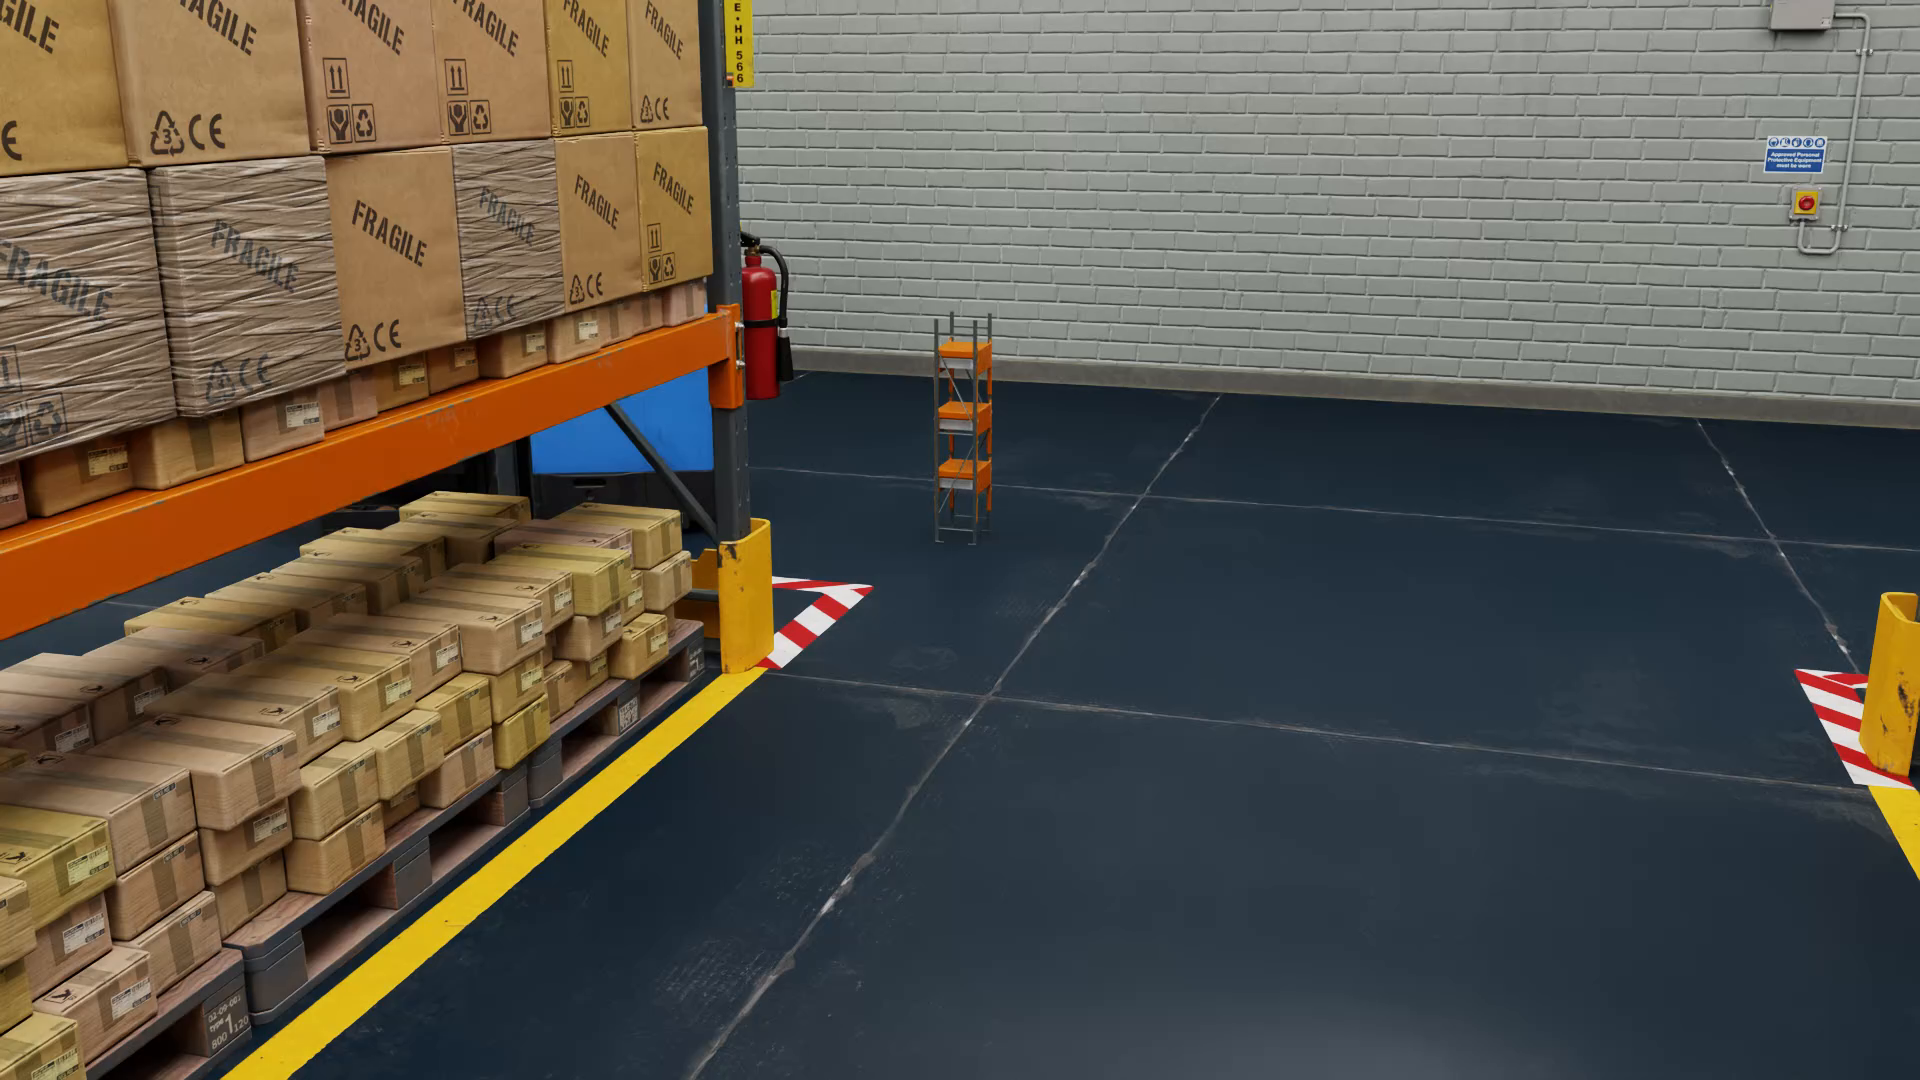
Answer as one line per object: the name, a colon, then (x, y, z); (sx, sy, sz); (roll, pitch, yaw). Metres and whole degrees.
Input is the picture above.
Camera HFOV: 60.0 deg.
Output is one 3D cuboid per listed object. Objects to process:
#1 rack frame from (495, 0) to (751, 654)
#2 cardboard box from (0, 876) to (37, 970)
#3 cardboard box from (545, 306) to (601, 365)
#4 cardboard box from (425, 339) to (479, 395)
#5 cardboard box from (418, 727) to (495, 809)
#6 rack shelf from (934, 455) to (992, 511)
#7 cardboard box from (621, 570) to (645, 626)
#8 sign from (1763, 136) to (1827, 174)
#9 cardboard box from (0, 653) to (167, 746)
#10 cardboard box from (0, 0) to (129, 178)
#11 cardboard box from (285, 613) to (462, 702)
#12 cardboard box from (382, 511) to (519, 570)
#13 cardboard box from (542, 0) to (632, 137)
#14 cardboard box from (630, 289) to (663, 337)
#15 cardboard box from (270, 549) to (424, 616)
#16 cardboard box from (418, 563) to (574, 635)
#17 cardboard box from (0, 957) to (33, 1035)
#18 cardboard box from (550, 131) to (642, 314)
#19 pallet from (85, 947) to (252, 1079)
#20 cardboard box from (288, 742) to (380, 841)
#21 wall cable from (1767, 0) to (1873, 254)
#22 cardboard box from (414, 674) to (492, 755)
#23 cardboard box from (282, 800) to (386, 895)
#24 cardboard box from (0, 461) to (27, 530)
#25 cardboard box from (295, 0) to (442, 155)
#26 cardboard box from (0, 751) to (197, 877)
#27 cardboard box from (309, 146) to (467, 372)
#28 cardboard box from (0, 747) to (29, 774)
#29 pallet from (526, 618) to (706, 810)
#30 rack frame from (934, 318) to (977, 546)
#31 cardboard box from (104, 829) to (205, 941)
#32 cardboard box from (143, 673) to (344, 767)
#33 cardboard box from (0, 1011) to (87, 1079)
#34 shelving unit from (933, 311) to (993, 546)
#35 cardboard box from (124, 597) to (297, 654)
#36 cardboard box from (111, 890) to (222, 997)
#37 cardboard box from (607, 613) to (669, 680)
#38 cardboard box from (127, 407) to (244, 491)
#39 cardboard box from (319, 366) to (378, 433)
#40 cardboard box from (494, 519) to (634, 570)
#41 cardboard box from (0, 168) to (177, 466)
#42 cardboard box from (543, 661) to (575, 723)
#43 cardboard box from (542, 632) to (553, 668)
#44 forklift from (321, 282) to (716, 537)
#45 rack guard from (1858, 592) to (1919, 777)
rack frame: (-1.282, -1.058, 6.062); (1.000, 3.000, 0.127); (5, 16, 16)
cardboard box: (-1.987, 0.730, 3.122); (0.380, 0.149, 0.250); (5, 17, 19)
cardboard box: (-1.318, -0.632, 5.022); (0.380, 0.149, 0.250); (5, 17, 17)
cardboard box: (-1.555, -0.500, 4.554); (0.380, 0.149, 0.250); (4, 16, 14)
cardboard box: (-1.533, 0.610, 4.636); (0.380, 0.149, 0.250); (5, 17, 17)
rack shelf: (0.015, -0.242, 7.814); (0.215, 0.259, 0.240); (5, 16, 16)
cardboard box: (-1.285, 0.193, 5.562); (0.380, 0.149, 0.250); (4, 16, 15)
sign: (5.043, -2.327, 10.042); (0.327, 0.218, 0.001); (5, 16, 16)
cardboard box: (-2.267, 0.412, 4.245); (0.380, 0.149, 0.250); (4, 16, 14)
cardboard box: (-1.925, -0.920, 3.014); (0.500, 0.500, 0.500); (4, 16, 14)
cardboard box: (-1.607, 0.320, 4.568); (0.380, 0.149, 0.250); (4, 16, 14)
cardboard box: (-1.720, 0.018, 5.635); (0.380, 0.149, 0.250); (5, 17, 17)
cardboard box: (-1.318, -1.459, 4.914); (0.500, 0.500, 0.500); (4, 16, 14)
cardboard box: (-1.211, -0.768, 5.499); (0.380, 0.149, 0.250); (5, 16, 16)
cardboard box: (-1.906, 0.145, 5.186); (0.380, 0.149, 0.250); (4, 16, 13)
cardboard box: (-1.402, 0.185, 5.044); (0.380, 0.149, 0.250); (4, 16, 14)
cardboard box: (-2.023, 0.872, 3.168); (0.380, 0.149, 0.250); (5, 17, 16)
cardboard box: (-1.315, -0.977, 5.049); (0.500, 0.500, 0.500); (4, 16, 15)
pallet: (-2.262, 1.152, 3.382); (1.003, 0.211, 1.213); (5, 16, 16)
cardboard box: (-1.676, 0.604, 4.114); (0.380, 0.149, 0.250); (4, 16, 15)
wall cable: (5.072, -2.681, 9.866); (0.585, 1.953, 0.123); (5, 16, 16)
cardboard box: (-1.530, 0.467, 4.596); (0.380, 0.149, 0.250); (5, 17, 19)
cardboard box: (-1.678, 0.745, 4.160); (0.380, 0.149, 0.250); (4, 16, 14)
cardboard box: (-1.997, -0.086, 3.097); (0.380, 0.149, 0.250); (4, 16, 13)
cardboard box: (-1.604, -1.183, 3.943); (0.500, 0.500, 0.500); (4, 16, 14)
cardboard box: (-1.911, 0.590, 3.615); (0.380, 0.149, 0.250); (4, 16, 14)
cardboard box: (-1.601, -0.714, 4.122); (0.500, 0.500, 0.500); (5, 17, 19)
cardboard box: (-2.321, 0.561, 3.718); (0.380, 0.149, 0.250); (5, 17, 18)
pallet: (-1.569, 0.513, 5.633); (1.003, 0.211, 1.213); (5, 16, 16)
rack frame: (-0.019, -0.487, 7.623); (0.200, 1.050, 0.008); (5, 16, 16)
cardboard box: (-1.909, 0.735, 3.651); (0.380, 0.149, 0.250); (4, 16, 13)
cardboard box: (-1.762, 0.452, 4.102); (0.380, 0.149, 0.250); (4, 16, 14)
cardboard box: (-1.932, 1.018, 3.198); (0.380, 0.149, 0.250); (5, 17, 18)
shelving unit: (0.015, -0.519, 7.735); (0.215, 1.050, 0.252); (5, 16, 16)
cardboard box: (-2.112, 0.282, 4.703); (0.380, 0.149, 0.250); (5, 17, 17)
cardboard box: (-1.887, 0.879, 3.689); (0.380, 0.149, 0.250); (4, 16, 15)
cardboard box: (-1.208, 0.341, 5.586); (0.380, 0.149, 0.250); (5, 17, 18)
cardboard box: (-1.780, -0.218, 3.561); (0.380, 0.149, 0.250); (5, 17, 17)
cardboard box: (-1.665, -0.361, 4.066); (0.380, 0.149, 0.250); (5, 17, 18)
cardboard box: (-1.316, 0.045, 5.539); (0.380, 0.149, 0.250); (5, 17, 17)
cardboard box: (-1.903, -0.443, 3.164); (0.500, 0.500, 0.500); (5, 16, 16)
cardboard box: (-1.423, 0.469, 5.135); (0.380, 0.149, 0.250); (5, 17, 16)
cardboard box: (-1.480, 0.327, 5.089); (0.380, 0.149, 0.250); (4, 16, 15)
forklift: (-2.652, -1.547, 7.911); (3.031, 2.935, 1.130); (-1, 16, -4)
rack guard: (3.499, 0.496, 5.165); (1.175, 0.500, 0.348); (5, 16, 16)
